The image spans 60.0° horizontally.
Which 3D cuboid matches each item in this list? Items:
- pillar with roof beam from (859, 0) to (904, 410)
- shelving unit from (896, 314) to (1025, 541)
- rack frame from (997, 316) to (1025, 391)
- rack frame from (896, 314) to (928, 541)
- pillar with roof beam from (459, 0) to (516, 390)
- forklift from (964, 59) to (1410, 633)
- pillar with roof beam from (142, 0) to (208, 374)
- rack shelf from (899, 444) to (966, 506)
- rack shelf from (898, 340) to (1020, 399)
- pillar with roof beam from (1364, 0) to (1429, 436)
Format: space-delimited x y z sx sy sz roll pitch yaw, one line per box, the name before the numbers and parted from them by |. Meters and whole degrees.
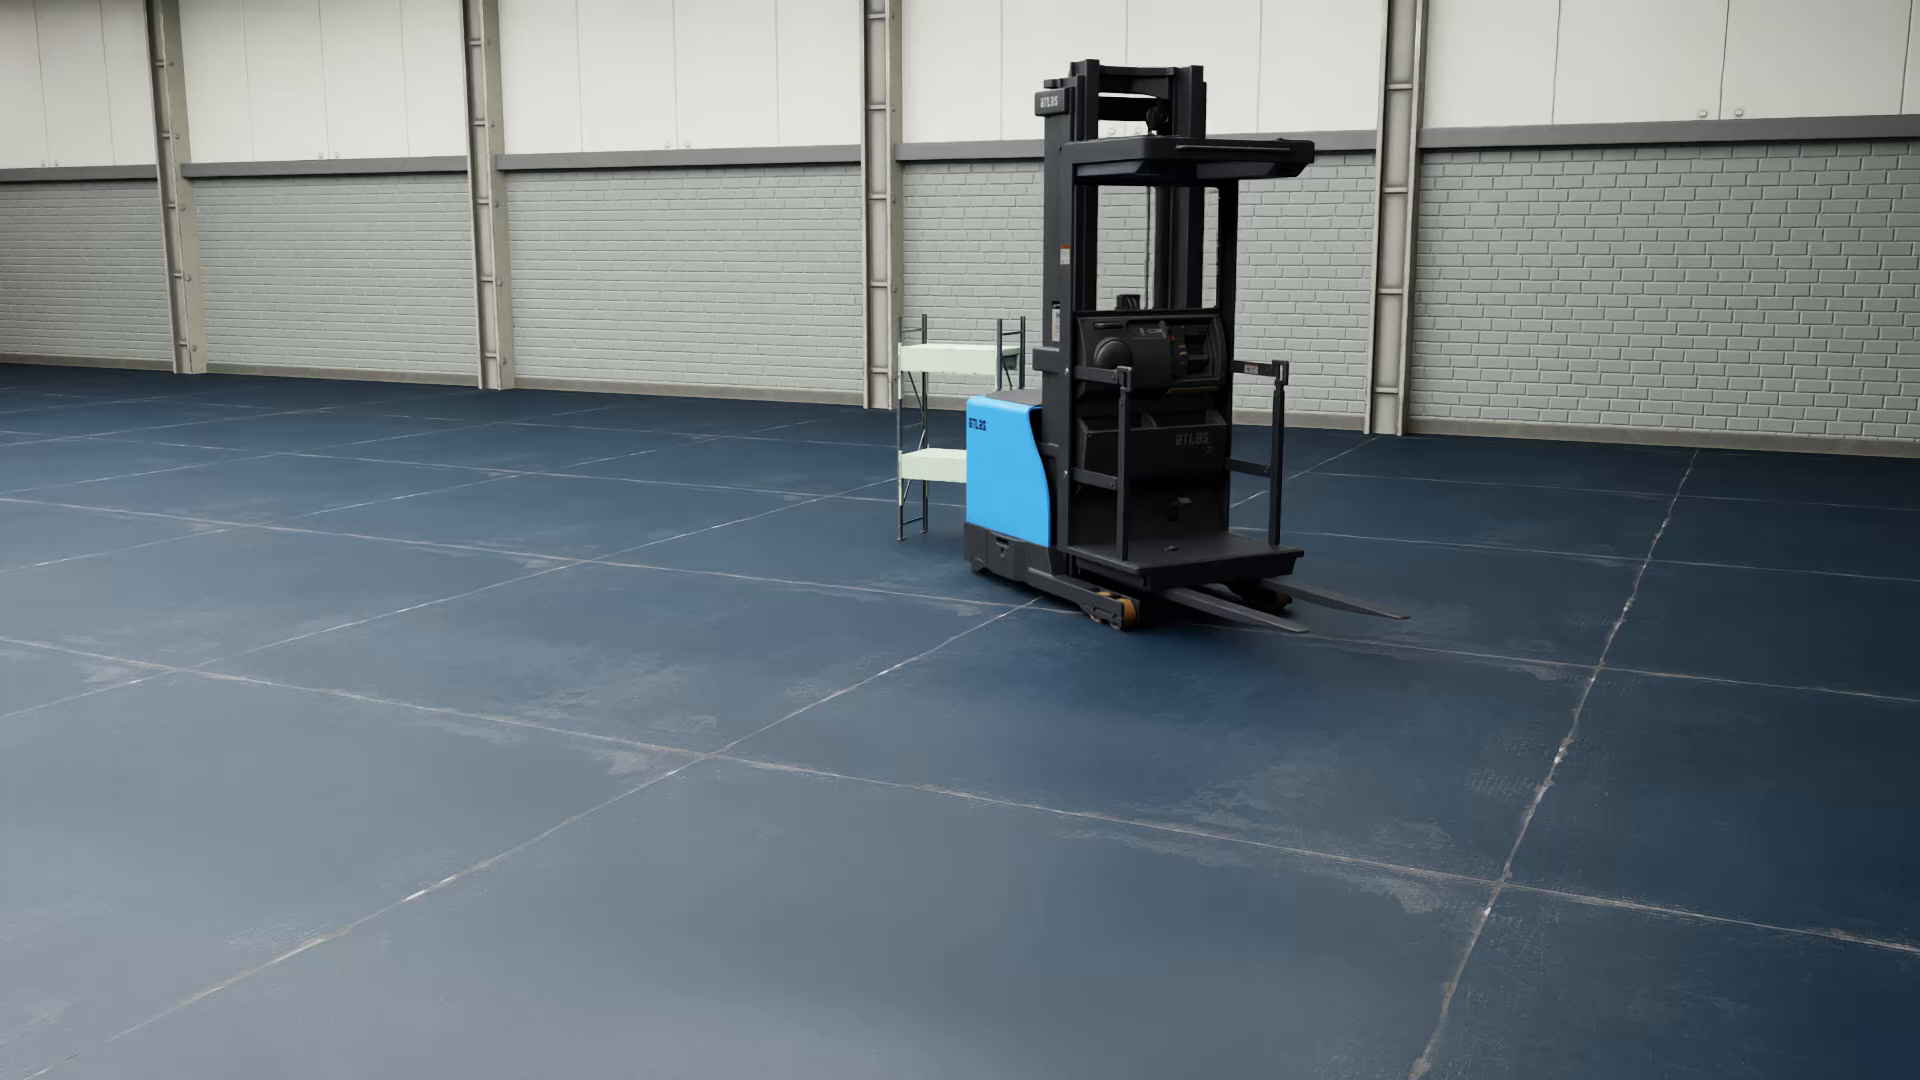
pillar with roof beam | -2.823 -5.334 15.434 0.400 9.000 9.100 5 11 26
shelving unit | 0.006 -0.737 11.094 0.755 1.500 0.431 5 11 26
rack frame | 0.334 -0.709 10.934 0.023 1.500 0.400 5 11 26
rack frame | -0.322 -0.766 11.253 0.023 1.500 0.400 5 11 26
pillar with roof beam | -8.203 -5.807 18.046 0.400 9.000 9.100 5 11 26
forklift | 1.154 -1.066 8.892 1.130 2.935 3.031 -5 12 -27
pillar with roof beam | -13.584 -6.279 20.659 0.400 9.000 9.100 5 11 26
rack shelf | 0.006 -0.417 11.152 0.720 0.370 0.431 5 11 26
rack shelf | 0.006 -1.122 11.024 0.720 0.370 0.431 5 11 26
pillar with roof beam | 2.558 -4.861 12.821 0.400 9.000 9.100 5 11 26
